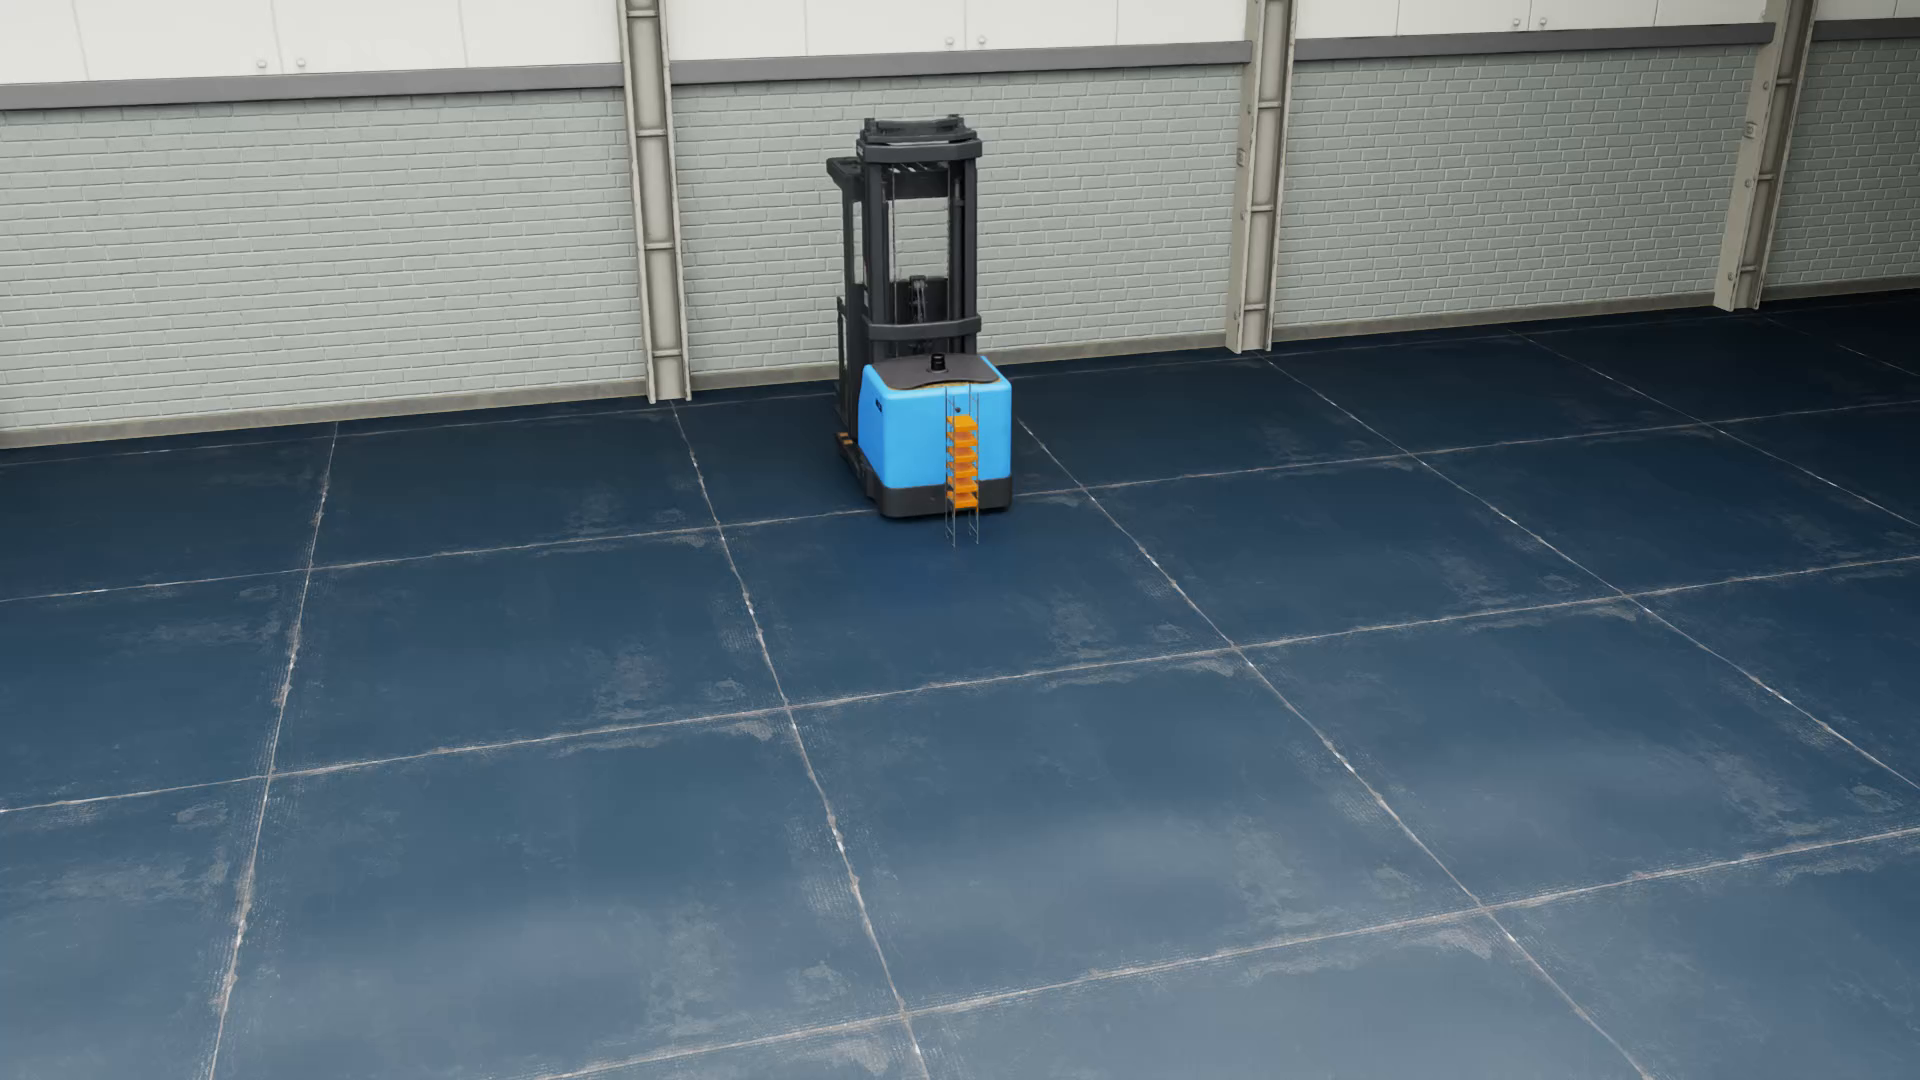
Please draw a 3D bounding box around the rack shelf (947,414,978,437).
[{"bbox_3d":[0.014,-0.843,12.323,0.180,0.103,0.258,-6,24,-14],"label":"rack shelf"}]

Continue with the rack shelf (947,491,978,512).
[{"bbox_3d":[0.014,-0.292,12.559,0.180,0.103,0.258,-6,24,-14],"label":"rack shelf"}]

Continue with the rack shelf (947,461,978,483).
[{"bbox_3d":[0.014,-0.512,12.465,0.180,0.103,0.258,-6,24,-14],"label":"rack shelf"}]

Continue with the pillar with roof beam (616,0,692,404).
[{"bbox_3d":[-1.611,-3.866,10.279,0.400,9.000,9.100,-6,24,-14],"label":"pillar with roof beam"}]

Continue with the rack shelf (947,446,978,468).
[{"bbox_3d":[0.014,-0.622,12.417,0.180,0.103,0.258,-6,24,-14],"label":"rack shelf"}]

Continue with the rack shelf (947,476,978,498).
[{"bbox_3d":[0.014,-0.402,12.512,0.180,0.103,0.258,-6,24,-14],"label":"rack shelf"}]

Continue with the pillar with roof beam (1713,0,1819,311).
[{"bbox_3d":[9.943,-5.145,13.258,0.400,9.000,9.100,-6,24,-14],"label":"pillar with roof beam"}]

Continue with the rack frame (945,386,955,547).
[{"bbox_3d":[-0.074,-0.543,12.424,0.006,1.200,0.240,-6,24,-14],"label":"rack frame"}]

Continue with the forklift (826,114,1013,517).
[{"bbox_3d":[-0.463,-2.076,13.801,1.130,2.935,3.031,-6,24,-14],"label":"forklift"}]

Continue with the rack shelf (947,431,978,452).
[{"bbox_3d":[0.014,-0.733,12.370,0.180,0.103,0.258,-6,24,-14],"label":"rack shelf"}]

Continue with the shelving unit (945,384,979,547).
[{"bbox_3d":[0.014,-0.553,12.447,0.189,1.200,0.258,-6,24,-14],"label":"shelving unit"}]

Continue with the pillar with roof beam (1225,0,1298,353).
[{"bbox_3d":[4.166,-4.506,11.768,0.400,9.000,9.100,-6,24,-14],"label":"pillar with roof beam"}]

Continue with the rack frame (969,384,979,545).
[{"bbox_3d":[0.102,-0.563,12.470,0.006,1.200,0.240,-6,24,-14],"label":"rack frame"}]
